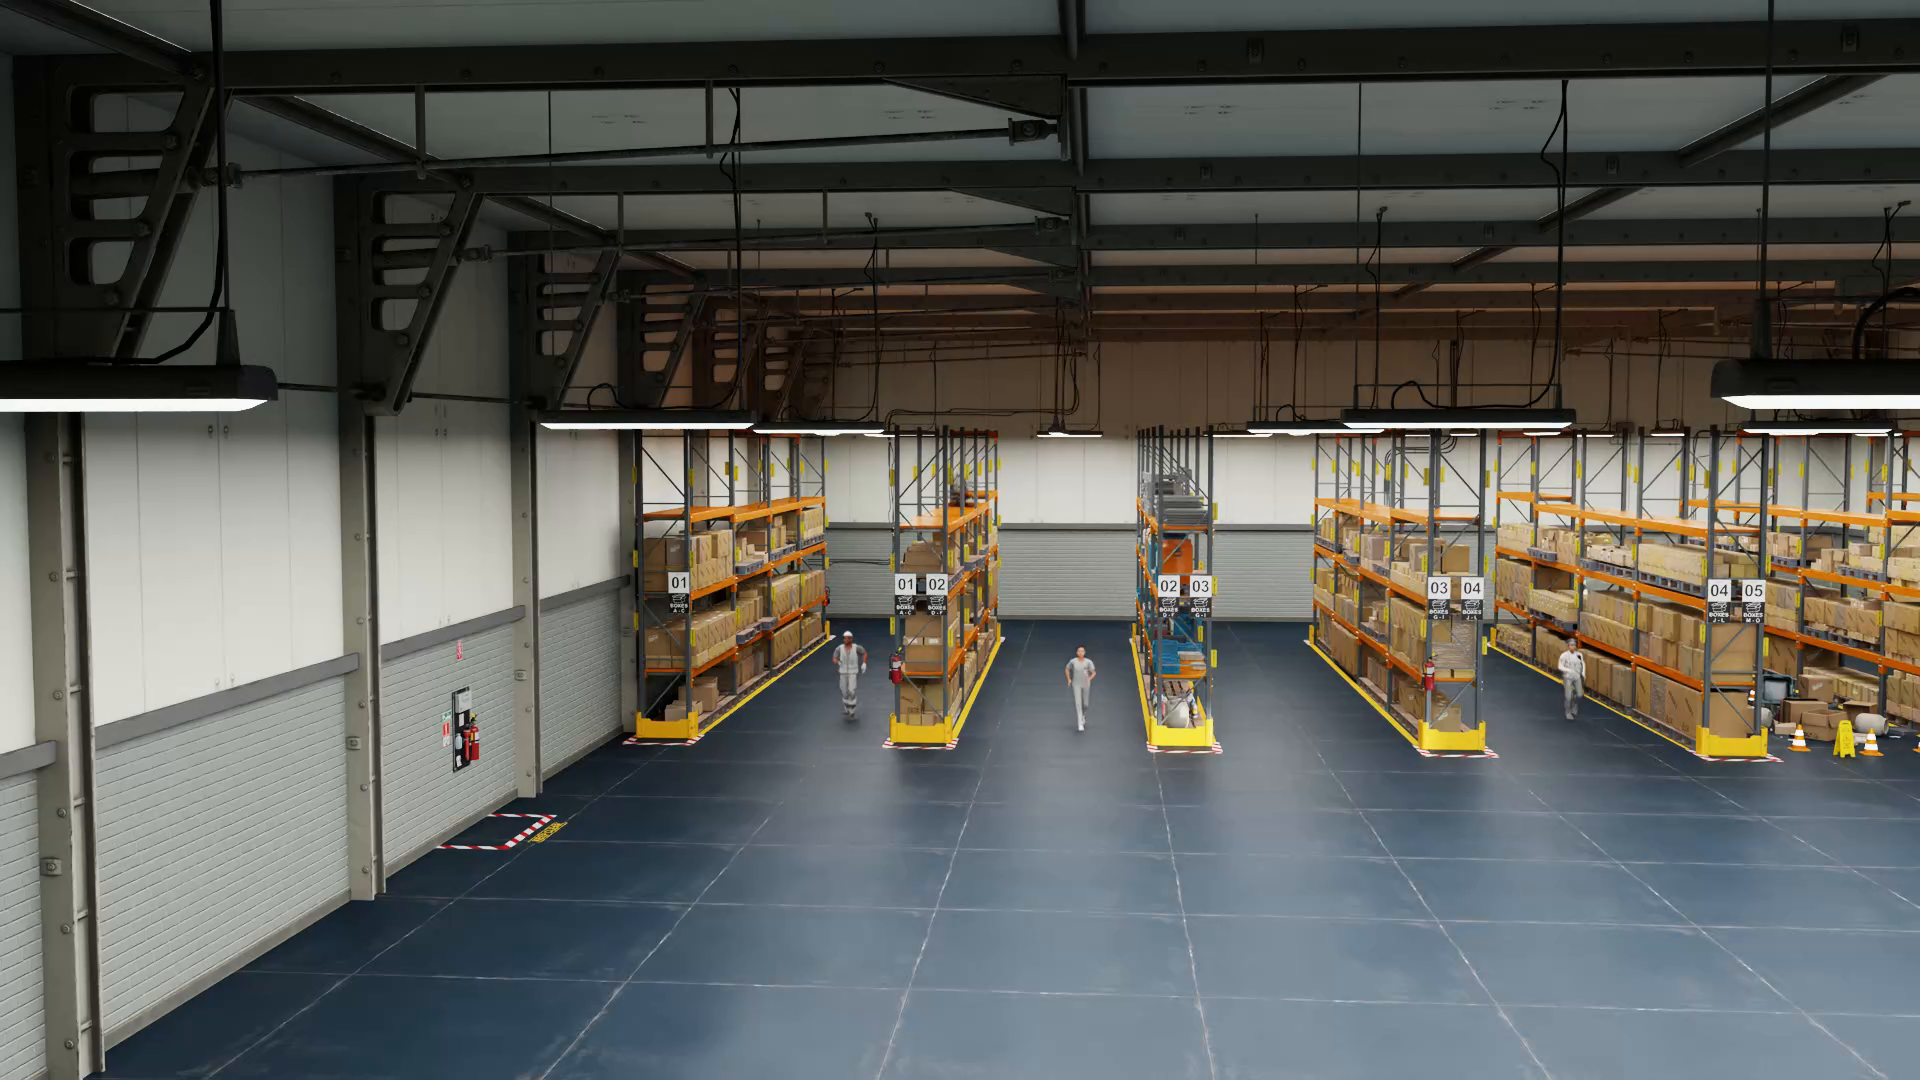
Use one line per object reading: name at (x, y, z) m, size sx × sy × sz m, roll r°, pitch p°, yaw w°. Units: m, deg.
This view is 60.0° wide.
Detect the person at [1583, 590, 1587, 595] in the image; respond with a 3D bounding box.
person at (17.727, 1.722, 47.408) m, size 0.340 × 0.619 × 0.676 m, roll 1°, pitch 3°, yaw 10°

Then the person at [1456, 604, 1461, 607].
person at (13.442, 2.242, 45.089) m, size 0.455 × 1.606 × 0.782 m, roll 1°, pitch 3°, yaw 9°

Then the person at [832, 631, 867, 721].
person at (-2.278, 2.793, 34.122) m, size 0.677 × 1.864 × 0.770 m, roll 0°, pitch 3°, yaw 4°

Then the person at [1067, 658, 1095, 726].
person at (2.392, 2.997, 32.991) m, size 0.549 × 1.330 × 0.734 m, roll 0°, pitch 3°, yaw 0°

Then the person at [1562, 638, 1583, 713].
person at (12.544, 2.805, 34.076) m, size 0.367 × 1.579 × 0.508 m, roll 0°, pitch 3°, yaw 4°
